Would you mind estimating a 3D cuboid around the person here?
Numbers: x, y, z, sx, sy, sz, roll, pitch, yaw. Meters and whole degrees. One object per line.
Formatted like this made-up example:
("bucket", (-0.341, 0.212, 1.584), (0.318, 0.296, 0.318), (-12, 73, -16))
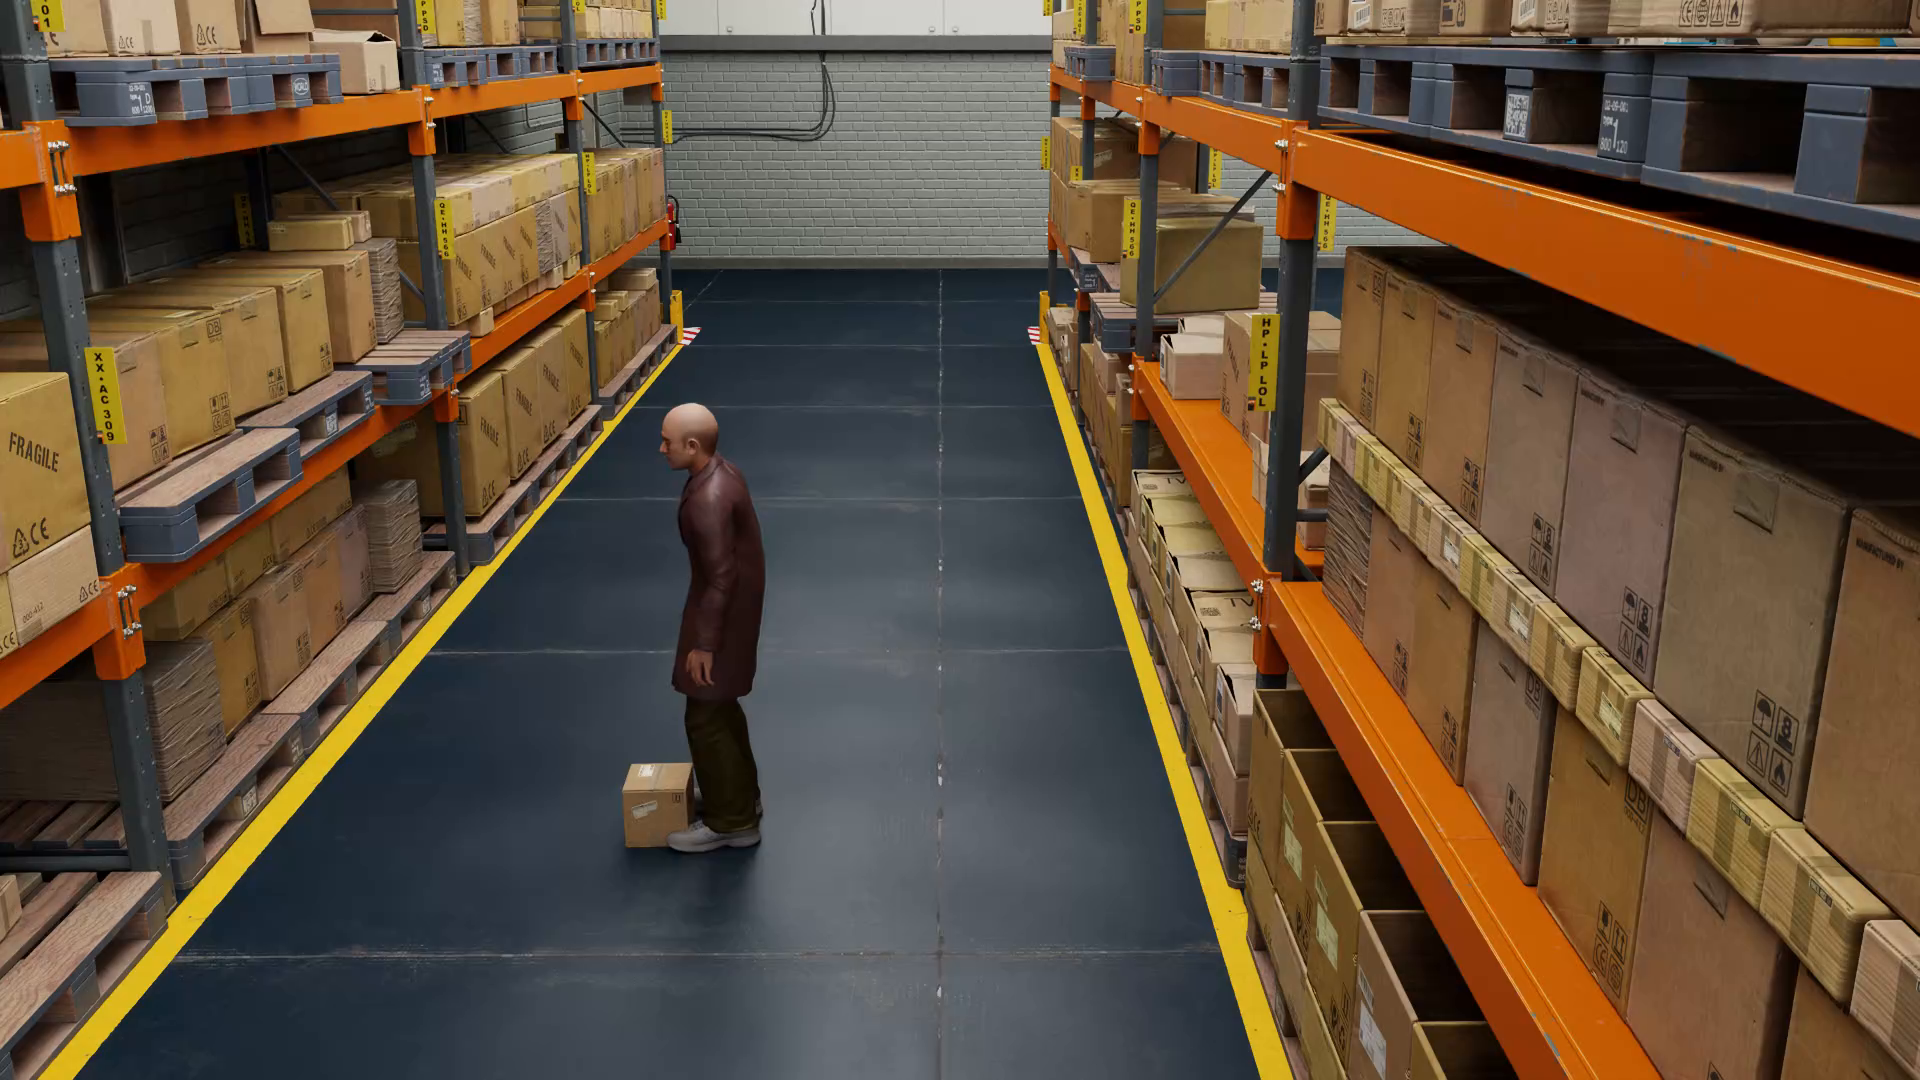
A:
("person", (-0.961, 0.336, 6.461), (0.423, 1.773, 0.653), (-1, 17, -4))
